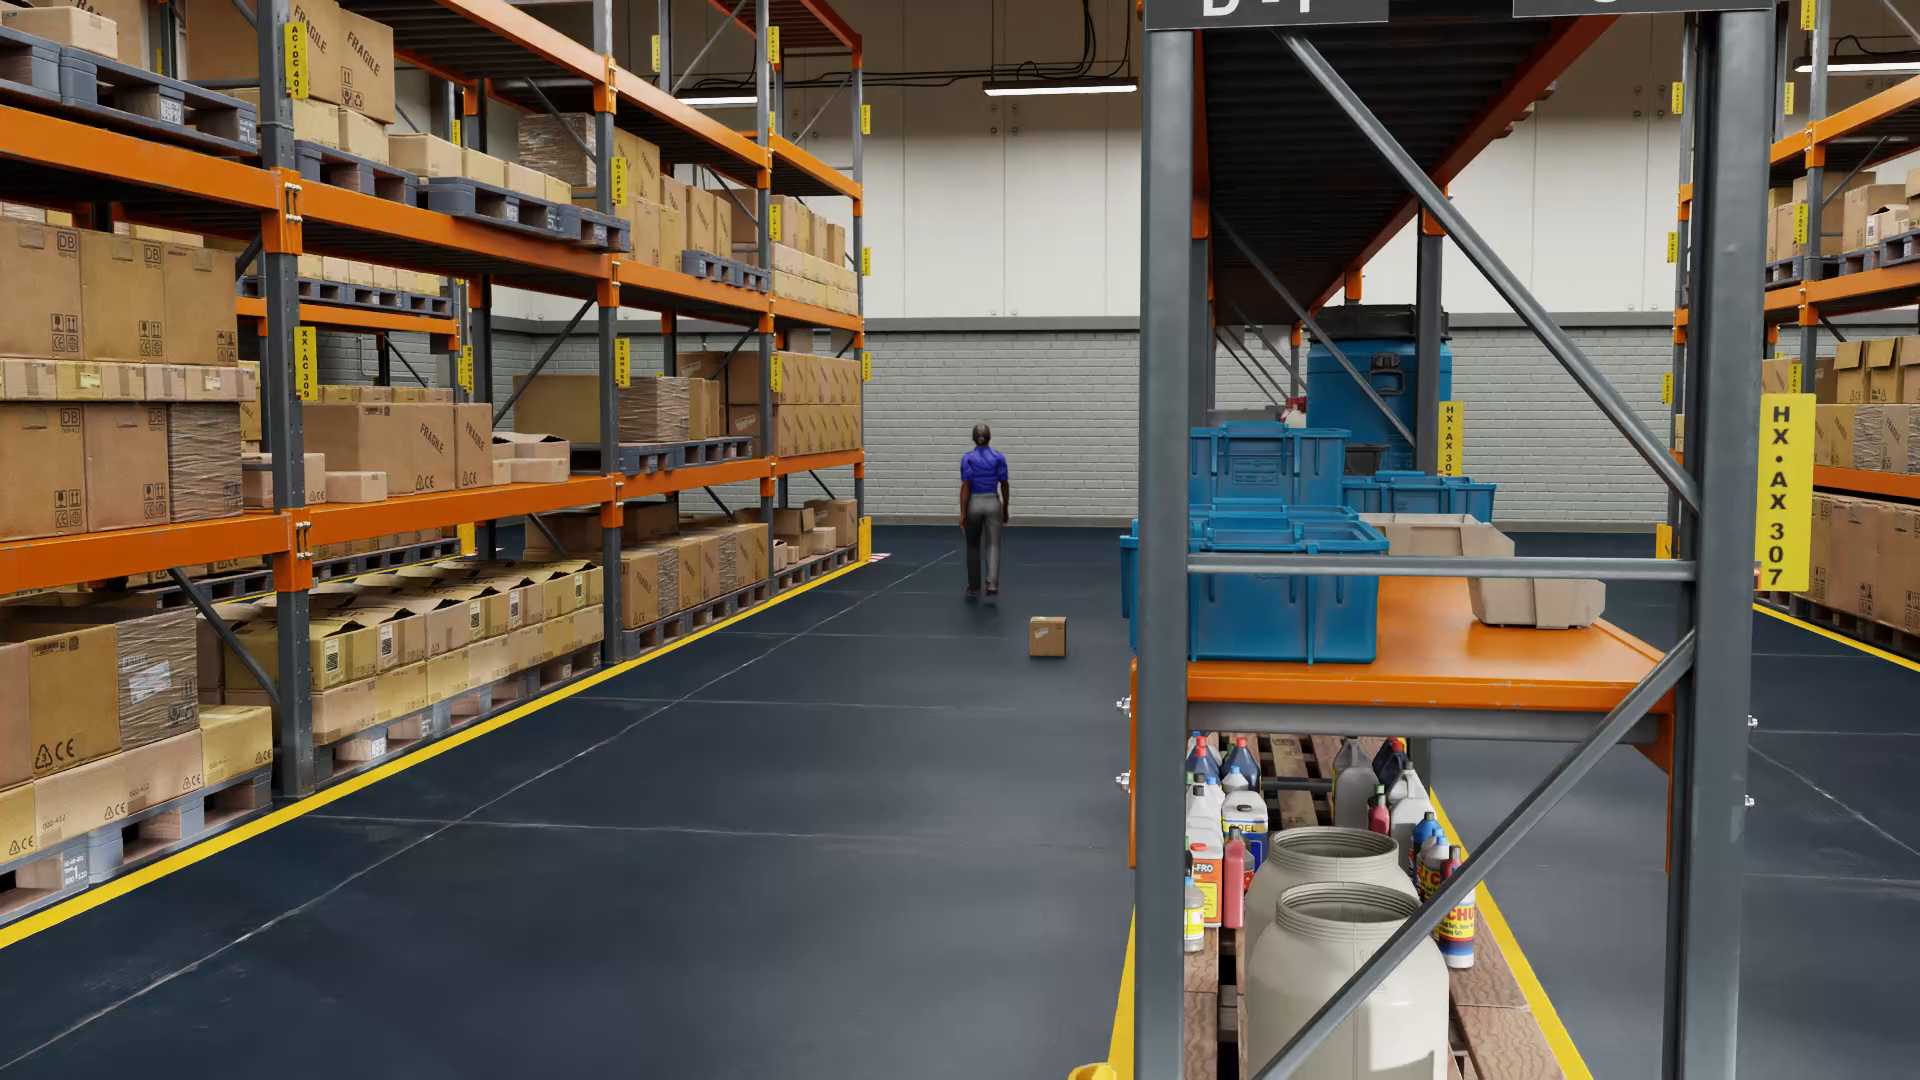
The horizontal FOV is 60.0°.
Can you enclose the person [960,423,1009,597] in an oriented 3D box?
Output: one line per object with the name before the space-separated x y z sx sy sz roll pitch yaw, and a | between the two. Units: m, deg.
person | 0.226 -0.274 15.307 0.465 1.604 0.978 0 5 -2
